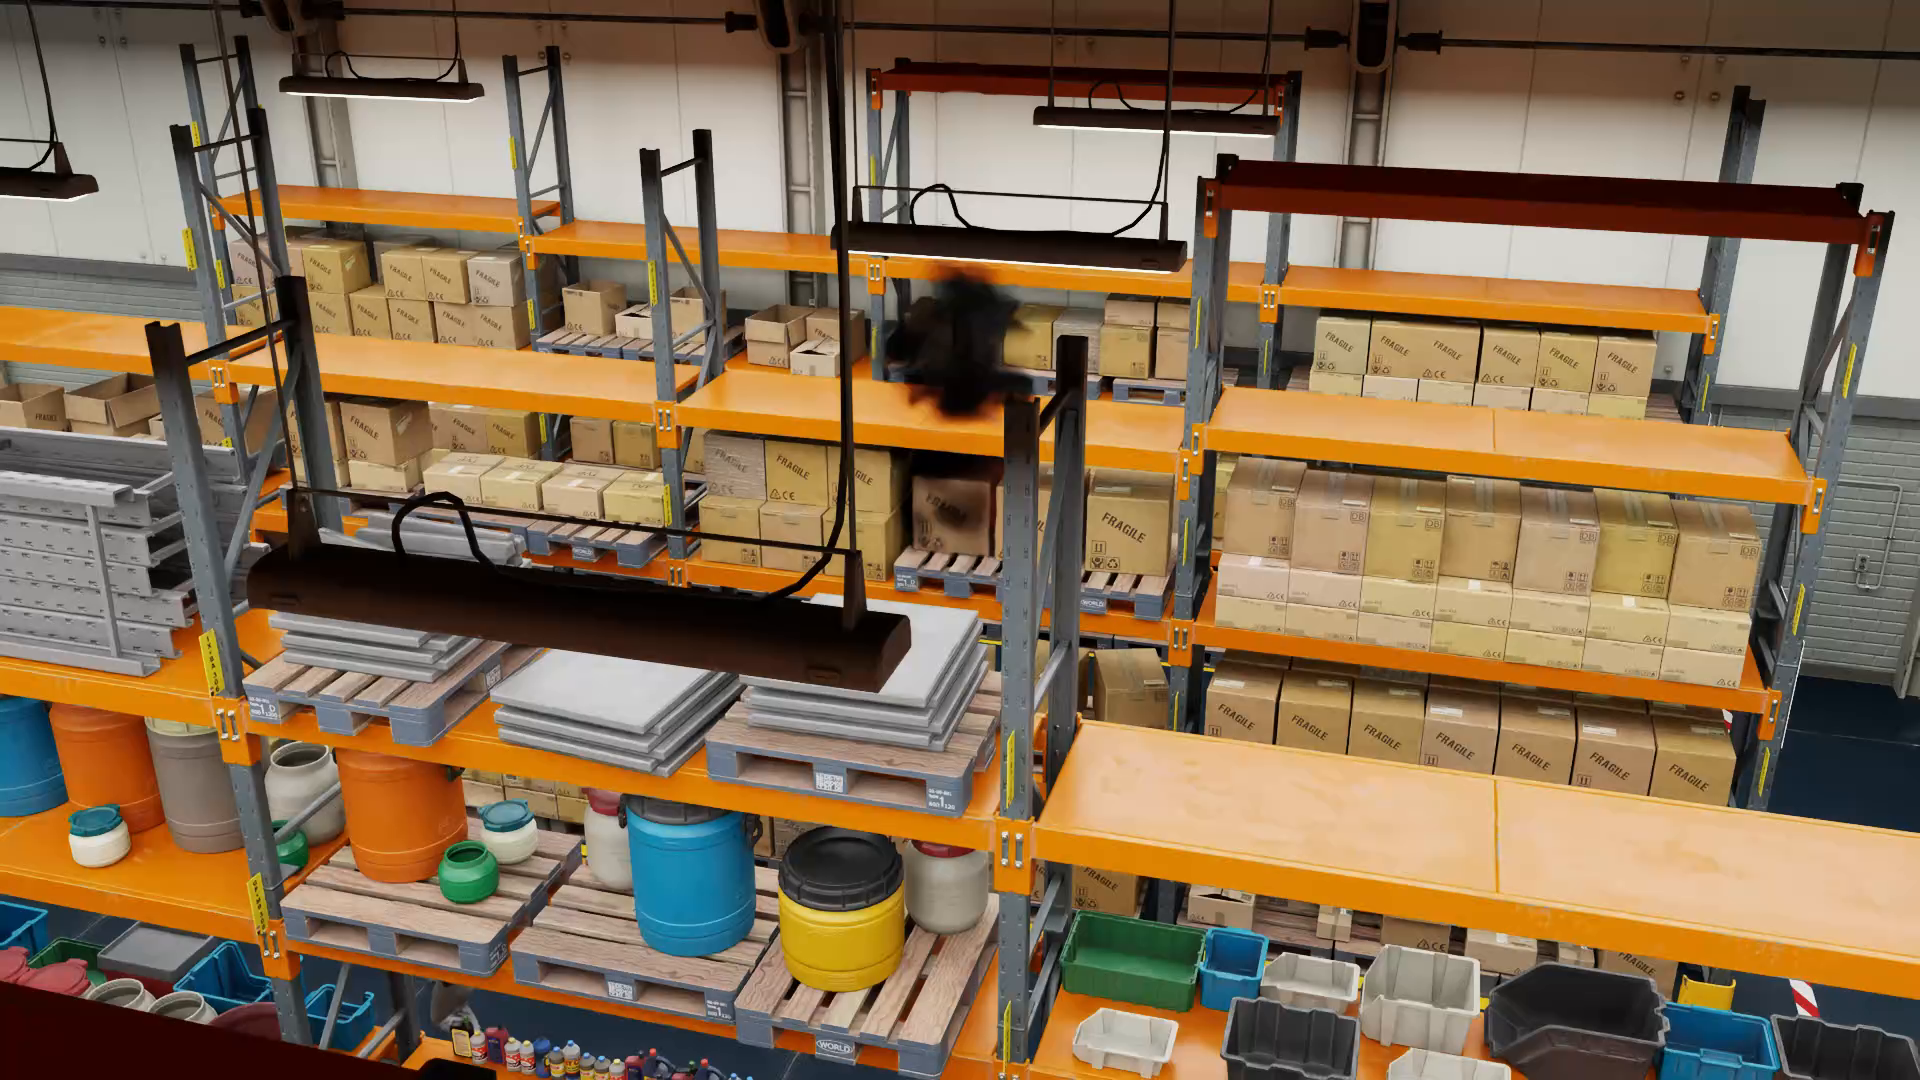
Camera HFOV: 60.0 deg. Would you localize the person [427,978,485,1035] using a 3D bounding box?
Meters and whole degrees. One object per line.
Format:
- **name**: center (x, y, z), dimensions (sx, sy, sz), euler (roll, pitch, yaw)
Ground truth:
- **person**: center (-3.439, 2.967, 11.479), dimensions (0.571, 1.648, 0.612), euler (6, 23, 14)
